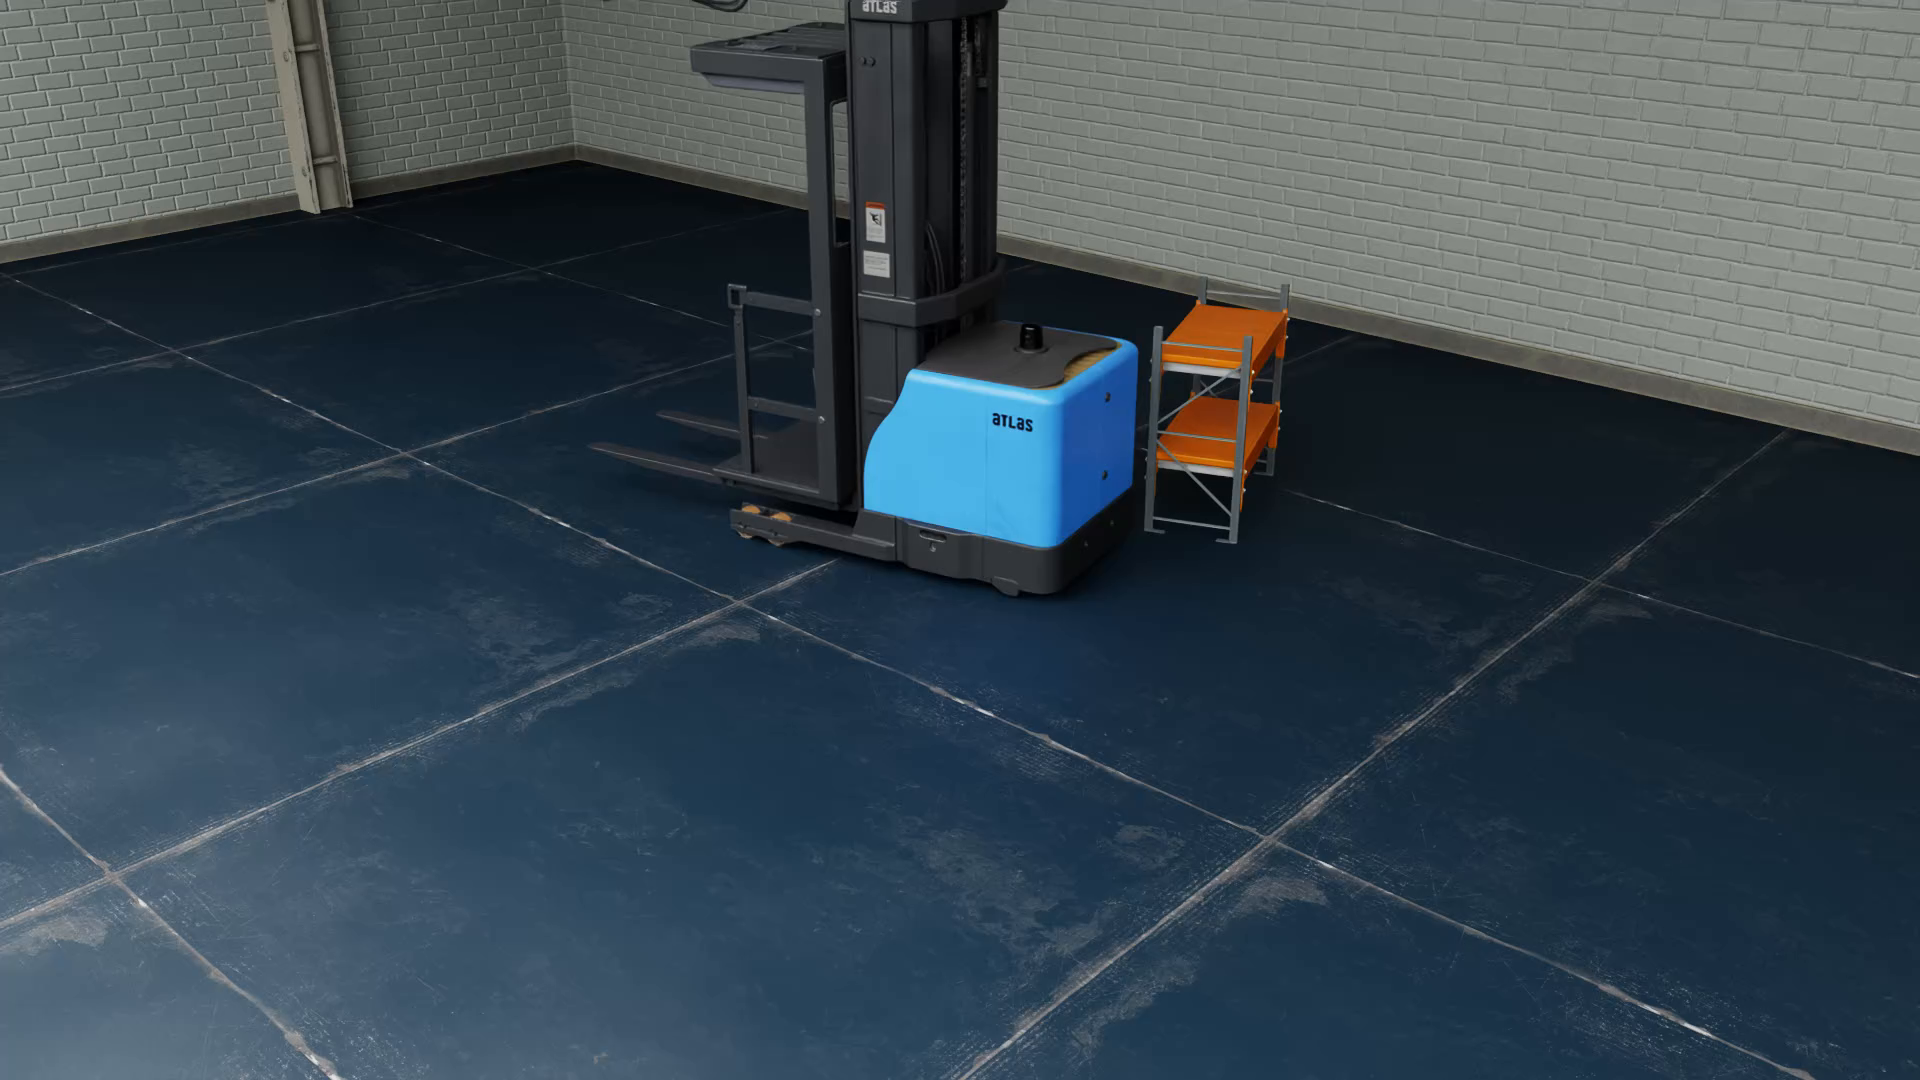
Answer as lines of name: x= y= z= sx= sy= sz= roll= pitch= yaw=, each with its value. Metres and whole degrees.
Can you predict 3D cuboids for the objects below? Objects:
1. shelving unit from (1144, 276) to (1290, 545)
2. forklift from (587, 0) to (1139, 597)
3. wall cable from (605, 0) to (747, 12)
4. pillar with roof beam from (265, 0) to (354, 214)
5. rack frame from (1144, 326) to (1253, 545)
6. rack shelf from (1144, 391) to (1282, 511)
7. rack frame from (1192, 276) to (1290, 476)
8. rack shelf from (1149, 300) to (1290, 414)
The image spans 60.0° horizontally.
shelving unit: x=1.395 y=-0.726 z=8.995 sx=0.538 sy=1.125 sz=1.048 roll=9 pitch=26 yaw=19
forklift: x=-0.626 y=-1.484 z=8.477 sx=3.031 sy=2.935 sz=1.130 roll=13 pitch=27 yaw=26
wall cable: x=-3.063 y=-6.380 z=15.777 sx=3.097 sy=2.526 sz=0.112 roll=20 pitch=31 yaw=38
pillar with roof beam: x=-2.808 y=-6.085 z=11.323 sx=9.100 sy=9.000 sz=0.400 roll=20 pitch=31 yaw=38
rack frame: x=1.218 y=-0.531 z=8.560 sx=0.500 sy=1.125 sz=0.032 roll=9 pitch=26 yaw=19
rack shelf: x=1.395 y=-0.503 z=9.095 sx=0.538 sy=0.278 sz=1.000 roll=9 pitch=26 yaw=19
rack frame: x=1.572 y=-0.921 z=9.429 sx=0.500 sy=1.125 sz=0.032 roll=9 pitch=26 yaw=19
rack shelf: x=1.395 y=-0.993 z=8.875 sx=0.538 sy=0.278 sz=1.000 roll=9 pitch=26 yaw=19
